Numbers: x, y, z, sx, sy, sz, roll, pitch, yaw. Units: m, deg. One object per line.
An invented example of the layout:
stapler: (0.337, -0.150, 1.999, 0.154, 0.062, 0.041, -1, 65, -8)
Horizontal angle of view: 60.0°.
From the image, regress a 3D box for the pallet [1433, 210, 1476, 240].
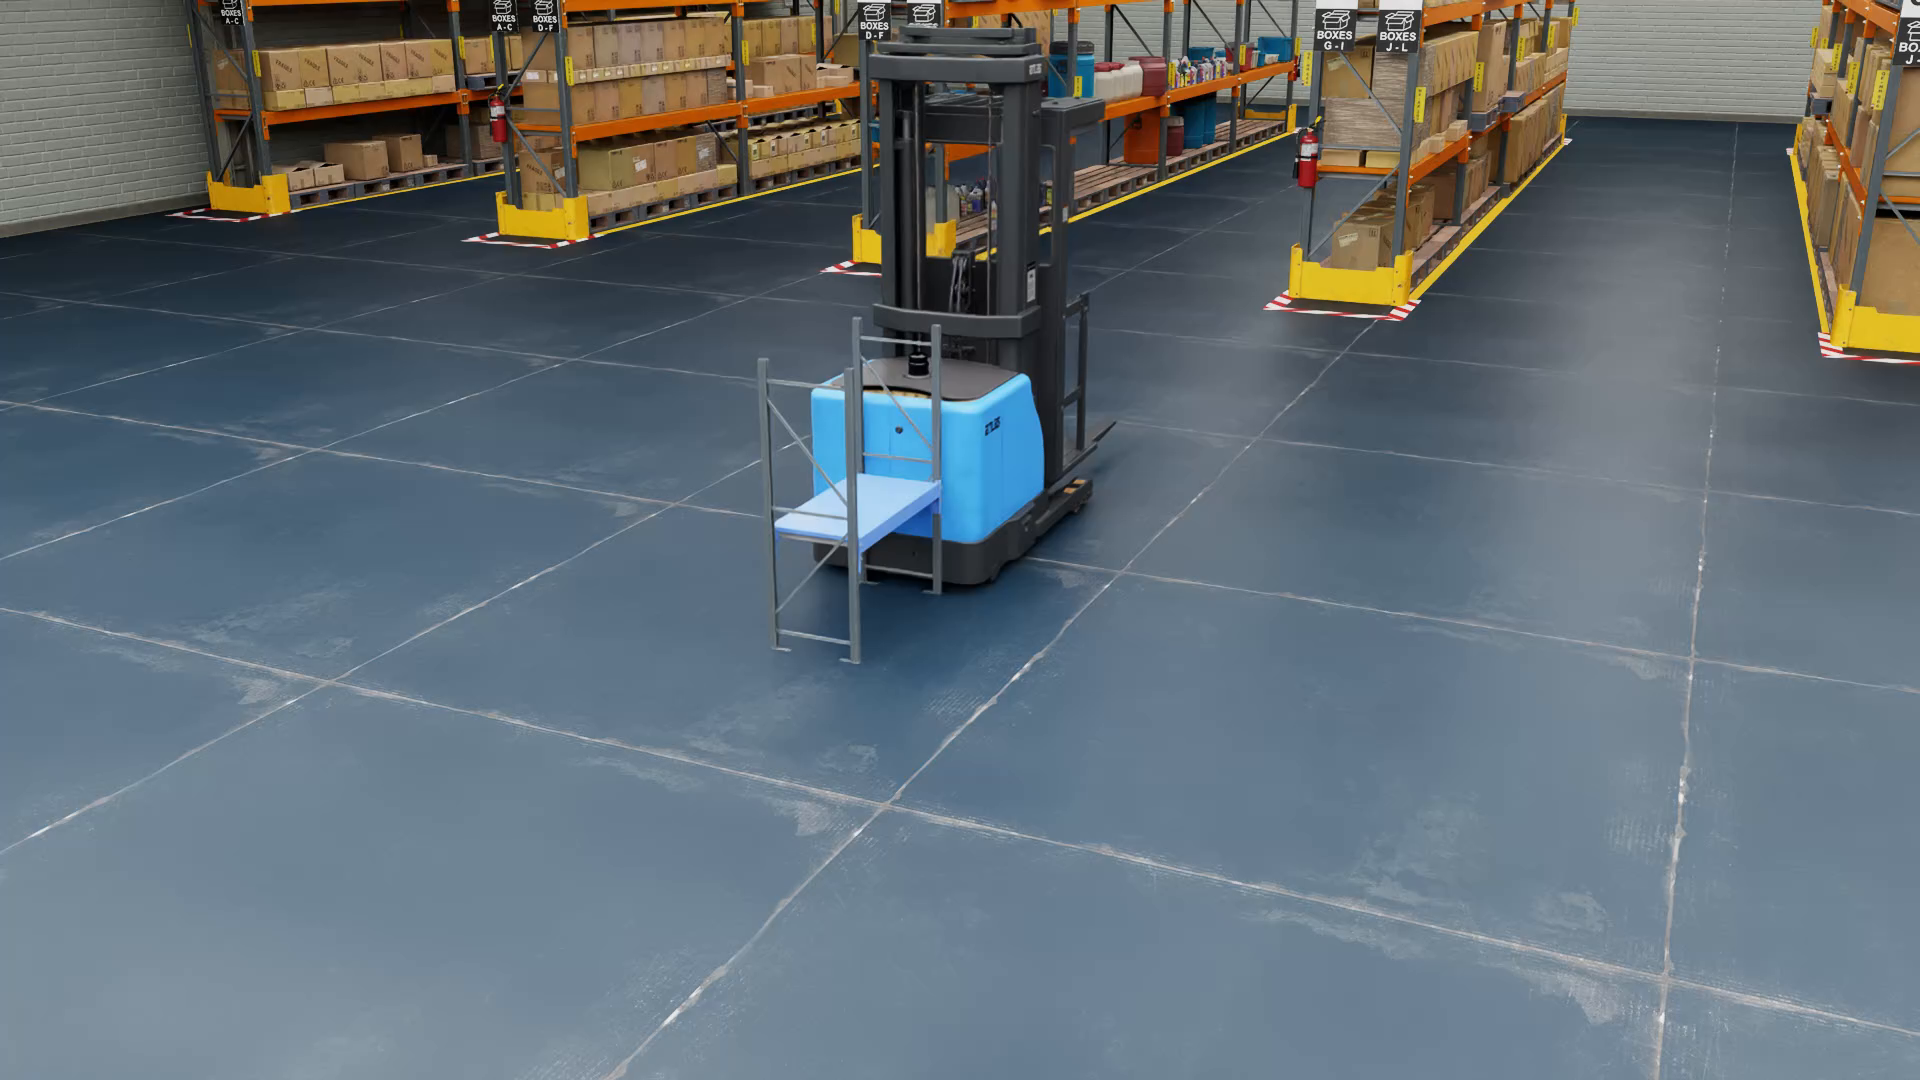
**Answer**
pallet: (5.856, -3.981, 20.848, 1.003, 0.211, 1.213, 9, 21, 23)

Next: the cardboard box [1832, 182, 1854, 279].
cardboard box: (9.335, -3.083, 16.707, 0.875, 0.875, 0.875, 9, 21, 23)

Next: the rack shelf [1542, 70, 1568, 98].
rack shelf: (9.633, -7.775, 28.428, 1.077, 0.370, 4.000, 9, 21, 23)

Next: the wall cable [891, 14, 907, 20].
wall cable: (-0.463, -13.808, 39.998, 3.097, 2.526, 0.112, 9, 21, 23)

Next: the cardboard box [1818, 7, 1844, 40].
cardboard box: (14.076, -8.260, 26.633, 0.500, 0.500, 0.500, 8, 21, 21)

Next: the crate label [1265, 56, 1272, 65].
crate label: (5.541, -8.860, 30.708, 0.396, 0.136, 0.243, 9, 21, 23)

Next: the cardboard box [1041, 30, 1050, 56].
cardboard box: (1.481, -9.958, 33.345, 0.500, 0.500, 0.500, 9, 22, 24)

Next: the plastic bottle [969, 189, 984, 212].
plastic bottle: (0.205, -4.270, 20.908, 0.152, 0.276, 0.135, 9, 21, 23)

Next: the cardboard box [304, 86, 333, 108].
cardboard box: (-8.968, -6.078, 22.777, 0.500, 0.250, 0.500, 8, 21, 21)

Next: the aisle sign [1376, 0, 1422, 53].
aisle sign: (4.149, -4.999, 15.668, 0.394, 0.787, 0.004, 9, 21, 23)

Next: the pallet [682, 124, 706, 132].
pallet: (-5.488, -7.607, 31.044, 1.003, 0.211, 1.213, 9, 21, 23)

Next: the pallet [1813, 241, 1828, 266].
pallet: (10.269, -3.278, 18.870, 1.003, 0.211, 1.213, 9, 21, 23)

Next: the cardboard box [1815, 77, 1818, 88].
cardboard box: (12.081, -6.337, 23.058, 0.380, 0.149, 0.250, 8, 21, 20)

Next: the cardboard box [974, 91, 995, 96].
cardboard box: (0.543, -8.469, 32.375, 0.797, 0.503, 0.637, 9, 21, 23)

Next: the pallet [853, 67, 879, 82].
pallet: (-1.646, -7.766, 27.617, 1.213, 0.211, 1.003, 9, 21, 23)

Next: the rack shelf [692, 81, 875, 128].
rack shelf: (-2.679, -6.690, 25.376, 1.077, 0.370, 4.000, 9, 21, 23)

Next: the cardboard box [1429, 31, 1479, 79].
cardboard box: (5.605, -5.540, 18.984, 0.500, 0.500, 0.500, 9, 21, 23)

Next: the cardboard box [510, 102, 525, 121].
cardboard box: (-7.346, -7.001, 27.132, 0.500, 0.250, 0.500, 8, 21, 21)

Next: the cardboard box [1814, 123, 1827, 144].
cardboard box: (12.538, -5.812, 23.818, 0.500, 0.250, 0.500, 9, 22, 24)

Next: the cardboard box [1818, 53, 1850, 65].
cardboard box: (12.188, -6.698, 23.186, 0.380, 0.149, 0.250, 9, 22, 25)

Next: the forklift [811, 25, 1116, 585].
forklift: (0.202, -1.594, 10.076, 1.130, 2.935, 3.031, 8, 21, 21)

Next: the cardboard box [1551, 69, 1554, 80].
cardboard box: (9.664, -7.749, 27.655, 0.380, 0.149, 0.250, 8, 21, 22)

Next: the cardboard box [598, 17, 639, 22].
cardboard box: (-5.948, -8.981, 29.003, 0.500, 0.250, 0.500, 9, 22, 24)

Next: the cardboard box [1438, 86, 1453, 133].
cardboard box: (4.948, -4.800, 18.397, 0.875, 0.500, 0.500, 9, 21, 23)

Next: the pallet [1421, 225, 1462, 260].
pallet: (5.296, -3.533, 19.588, 1.003, 0.211, 1.213, 9, 21, 23)

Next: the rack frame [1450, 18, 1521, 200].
rack frame: (7.176, -6.280, 23.150, 1.000, 3.000, 0.127, 9, 21, 23)

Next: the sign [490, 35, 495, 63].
sign: (-5.625, -5.930, 20.086, 0.100, 0.325, 0.005, 9, 21, 23)

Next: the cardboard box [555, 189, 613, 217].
cardboard box: (-4.713, -4.230, 20.864, 0.500, 0.250, 0.500, 9, 21, 23)

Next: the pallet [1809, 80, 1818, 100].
pallet: (12.852, -6.487, 24.019, 1.003, 0.211, 1.213, 9, 21, 23)

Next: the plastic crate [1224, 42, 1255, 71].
plastic crate: (4.890, -8.479, 29.149, 0.402, 0.464, 0.583, 9, 21, 23)

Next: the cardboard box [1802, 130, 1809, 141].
cardboard box: (14.100, -6.657, 27.395, 0.380, 0.149, 0.250, 9, 22, 24)

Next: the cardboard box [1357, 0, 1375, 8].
cardboard box: (3.866, -5.359, 16.308, 0.500, 0.250, 0.500, 9, 22, 24)

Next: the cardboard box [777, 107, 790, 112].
cardboard box: (-3.922, -9.086, 34.144, 0.700, 0.500, 0.500, 9, 22, 24)

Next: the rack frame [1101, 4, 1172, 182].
rack frame: (2.658, -6.959, 25.061, 1.000, 3.000, 0.127, 9, 21, 23)

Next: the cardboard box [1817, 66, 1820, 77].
cardboard box: (12.078, -6.475, 23.003, 0.380, 0.149, 0.250, 8, 21, 22)

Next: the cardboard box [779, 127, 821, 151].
cardboard box: (-2.473, -6.146, 25.414, 0.500, 0.311, 0.500, 9, 22, 24)

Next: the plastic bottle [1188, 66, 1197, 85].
plastic bottle: (3.698, -7.413, 26.521, 0.152, 0.276, 0.135, 9, 21, 23)

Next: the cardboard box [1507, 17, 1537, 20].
cardboard box: (9.805, -8.885, 29.138, 0.500, 0.500, 0.500, 8, 21, 21)

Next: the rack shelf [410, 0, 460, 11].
rack shelf: (-7.200, -8.782, 26.782, 1.077, 0.370, 4.000, 9, 21, 23)

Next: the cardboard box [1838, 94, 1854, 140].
cardboard box: (10.199, -4.743, 18.680, 0.500, 0.500, 0.500, 8, 21, 22)

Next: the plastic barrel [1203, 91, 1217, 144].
plastic barrel: (4.057, -7.227, 28.319, 0.600, 0.901, 0.708, 9, 21, 23)

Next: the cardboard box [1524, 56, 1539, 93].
cardboard box: (8.455, -7.058, 25.189, 0.500, 0.500, 0.500, 8, 21, 22)

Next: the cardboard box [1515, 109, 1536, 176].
cardboard box: (7.850, -5.956, 24.784, 1.225, 0.875, 0.875, 9, 21, 23)

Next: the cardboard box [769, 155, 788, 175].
cardboard box: (-2.896, -5.565, 24.617, 0.500, 0.250, 0.500, 9, 22, 24)

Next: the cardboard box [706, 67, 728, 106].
cardboard box: (-3.674, -6.328, 23.136, 0.700, 0.500, 0.500, 8, 21, 21)

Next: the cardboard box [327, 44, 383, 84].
cardboard box: (-8.558, -6.736, 23.508, 0.500, 0.500, 0.500, 9, 22, 24)

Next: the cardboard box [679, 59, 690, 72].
cardboard box: (-3.832, -6.347, 22.221, 0.380, 0.149, 0.250, 8, 21, 22)

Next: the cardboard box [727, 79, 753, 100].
cardboard box: (-3.336, -6.503, 24.002, 0.500, 0.250, 0.500, 10, 22, 26)

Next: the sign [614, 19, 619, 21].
sign: (-5.882, -8.755, 28.501, 0.100, 0.325, 0.005, 9, 21, 23)

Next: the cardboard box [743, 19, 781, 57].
cardboard box: (-4.202, -10.069, 33.356, 0.980, 0.700, 0.700, 8, 21, 21)

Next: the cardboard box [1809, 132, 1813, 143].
cardboard box: (13.370, -6.231, 25.753, 0.380, 0.149, 0.250, 8, 21, 22)

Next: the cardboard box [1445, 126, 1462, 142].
cardboard box: (5.450, -4.597, 18.794, 0.380, 0.149, 0.250, 9, 21, 23)

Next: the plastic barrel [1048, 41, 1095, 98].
plastic barrel: (1.454, -6.049, 21.753, 0.600, 0.901, 0.708, 9, 21, 23)

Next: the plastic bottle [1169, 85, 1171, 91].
plastic bottle: (3.130, -6.989, 25.329, 0.152, 0.276, 0.135, 9, 21, 23)

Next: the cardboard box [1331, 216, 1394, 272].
cardboard box: (4.171, -3.043, 17.152, 0.500, 0.500, 0.500, 13, 23, 33)

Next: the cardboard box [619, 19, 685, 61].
cardboard box: (-4.085, -6.631, 22.054, 0.700, 0.500, 0.500, 9, 21, 23)

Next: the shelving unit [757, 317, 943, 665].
shelving unit: (-0.531, -0.281, 8.521, 0.538, 1.500, 1.048, 8, 21, 21)

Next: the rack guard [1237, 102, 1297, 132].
rack guard: (5.932, -8.236, 32.382, 1.175, 0.500, 0.348, 9, 21, 23)
